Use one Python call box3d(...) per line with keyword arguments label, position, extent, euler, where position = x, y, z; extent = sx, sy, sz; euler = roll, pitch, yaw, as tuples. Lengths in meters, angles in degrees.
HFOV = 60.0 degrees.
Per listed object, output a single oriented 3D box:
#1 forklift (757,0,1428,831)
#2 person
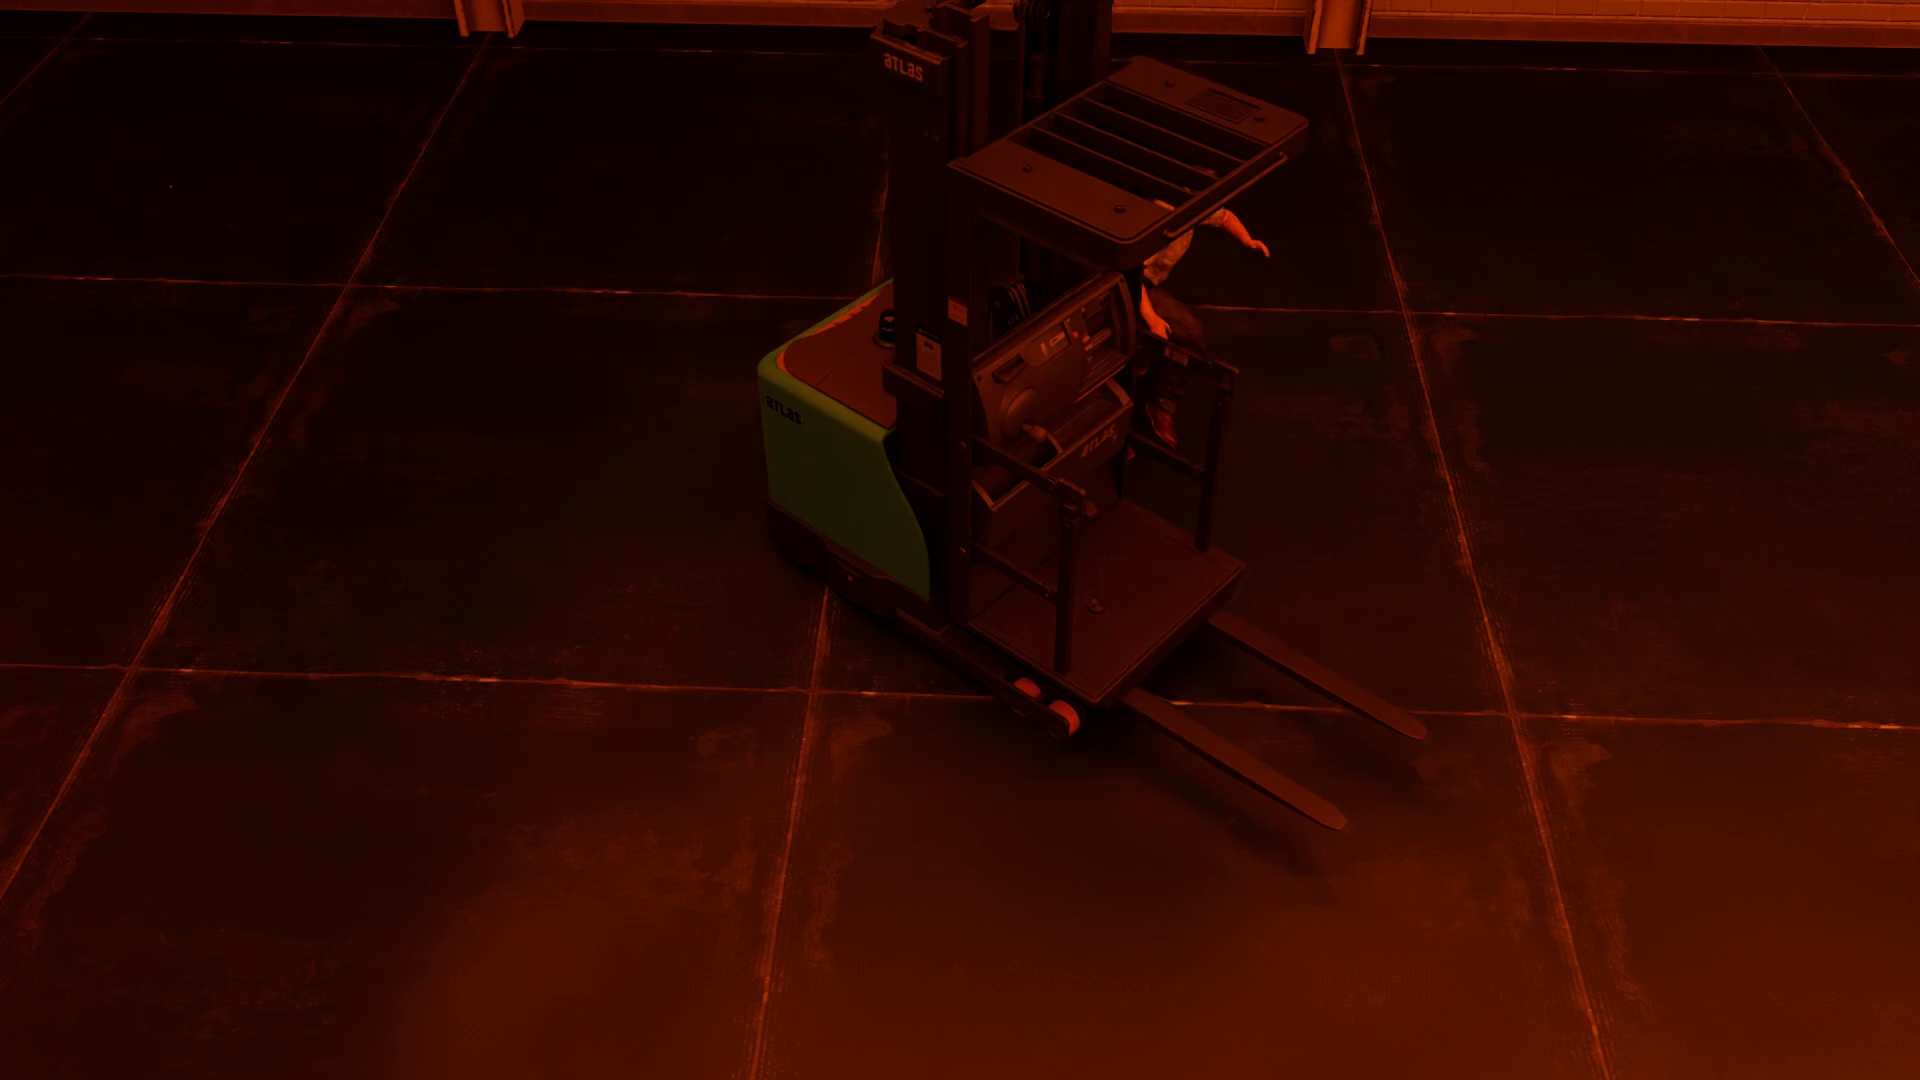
box3d(label="forklift", position=(0.542, -0.648, 6.452), extent=(3.031, 2.935, 1.130), euler=(31, 51, 29))
box3d(label="person", position=(1.037, -1.141, 8.135), extent=(0.853, 1.426, 0.913), euler=(9, 43, 10))
